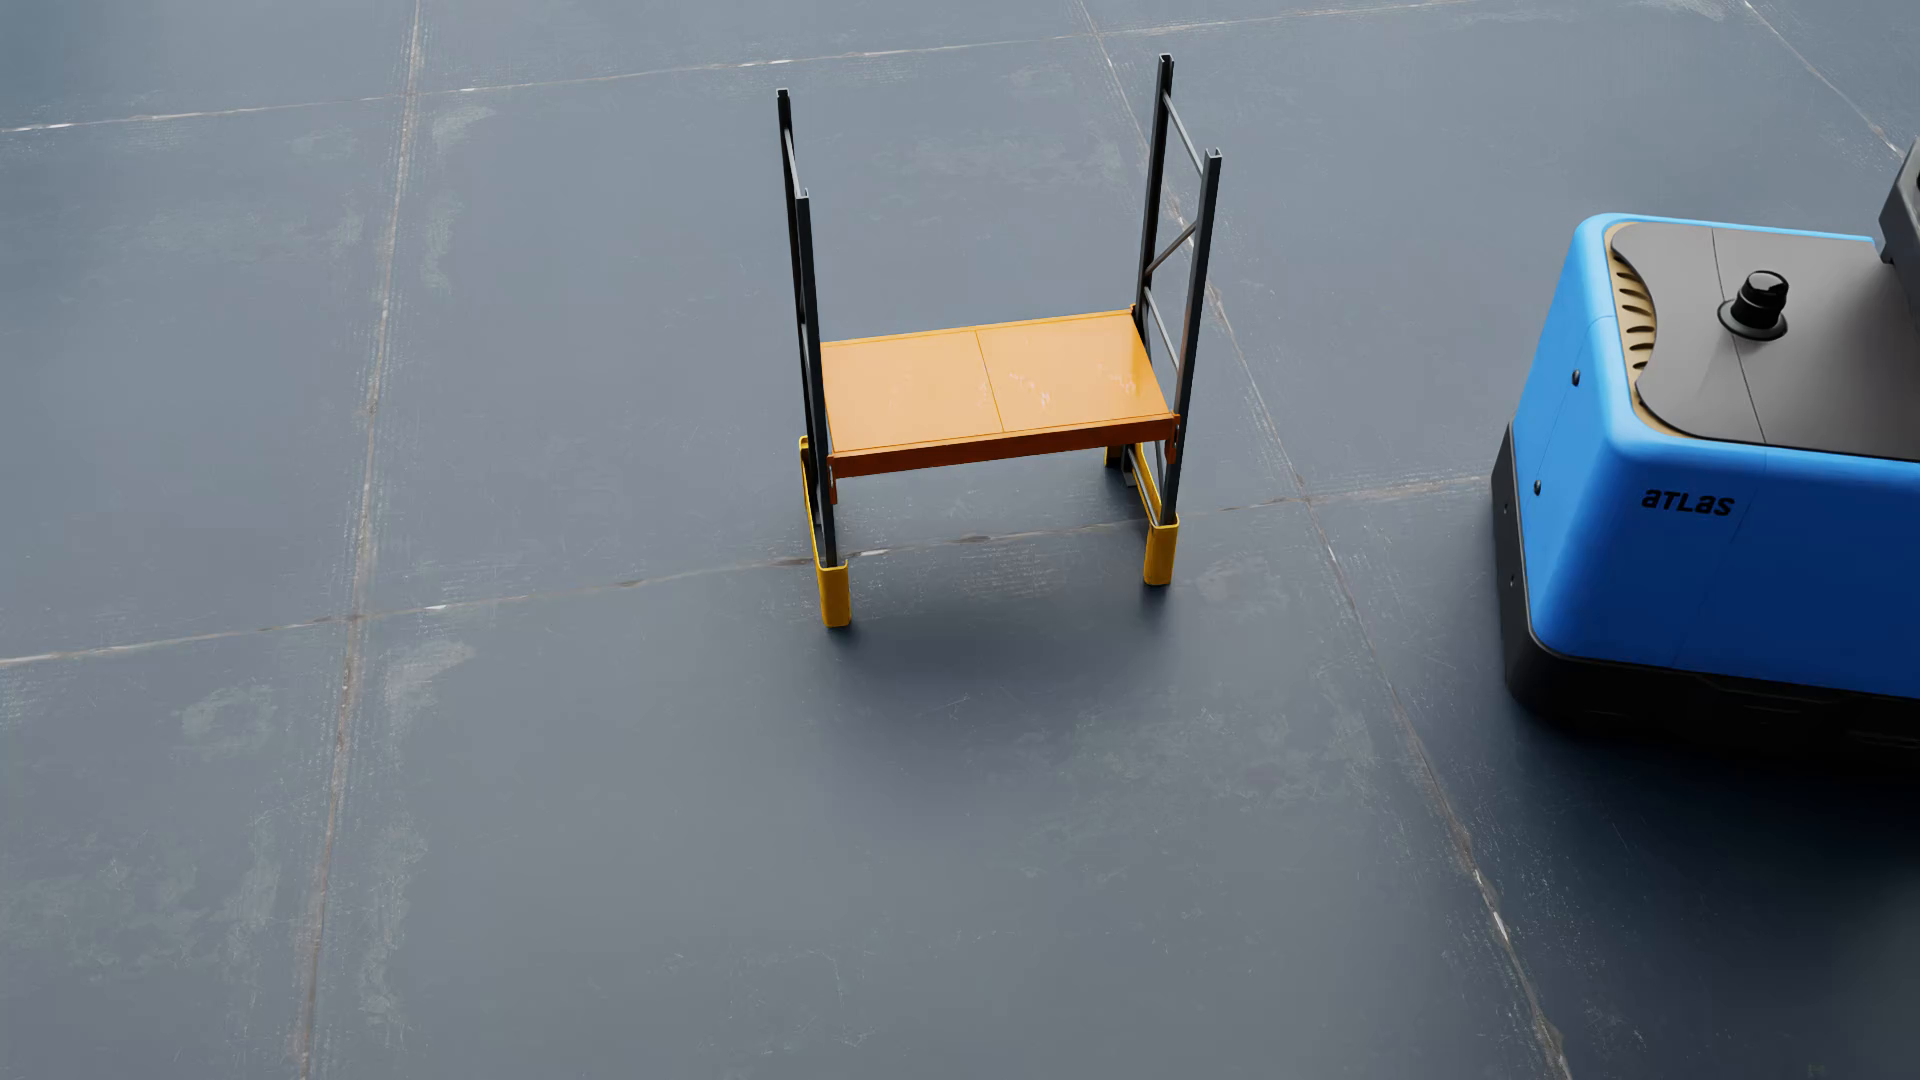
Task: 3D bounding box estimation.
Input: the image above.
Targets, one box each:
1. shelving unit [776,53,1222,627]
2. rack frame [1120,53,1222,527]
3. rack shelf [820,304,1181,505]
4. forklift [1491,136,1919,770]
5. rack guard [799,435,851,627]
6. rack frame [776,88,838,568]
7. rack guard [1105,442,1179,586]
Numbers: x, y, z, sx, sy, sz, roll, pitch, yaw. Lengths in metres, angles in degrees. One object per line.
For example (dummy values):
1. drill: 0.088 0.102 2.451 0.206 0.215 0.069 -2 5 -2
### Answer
1. shelving unit: 0.075 -0.530 4.719 1.083 1.500 0.587 -7 46 -7
2. rack frame: 0.585 -0.593 4.780 0.032 1.500 0.500 -7 46 -7
3. rack shelf: 0.084 -0.406 4.850 1.000 0.185 0.538 -7 46 -7
4. forklift: 3.129 -0.682 3.872 3.031 2.935 1.130 7 46 7
5. rack guard: -0.416 -0.035 5.110 0.087 0.250 0.587 -7 46 -7
6. rack frame: -0.417 -0.468 4.660 0.032 1.500 0.500 -7 46 -7
7. rack guard: 0.566 -0.157 5.228 0.087 0.250 0.587 -7 46 -7
